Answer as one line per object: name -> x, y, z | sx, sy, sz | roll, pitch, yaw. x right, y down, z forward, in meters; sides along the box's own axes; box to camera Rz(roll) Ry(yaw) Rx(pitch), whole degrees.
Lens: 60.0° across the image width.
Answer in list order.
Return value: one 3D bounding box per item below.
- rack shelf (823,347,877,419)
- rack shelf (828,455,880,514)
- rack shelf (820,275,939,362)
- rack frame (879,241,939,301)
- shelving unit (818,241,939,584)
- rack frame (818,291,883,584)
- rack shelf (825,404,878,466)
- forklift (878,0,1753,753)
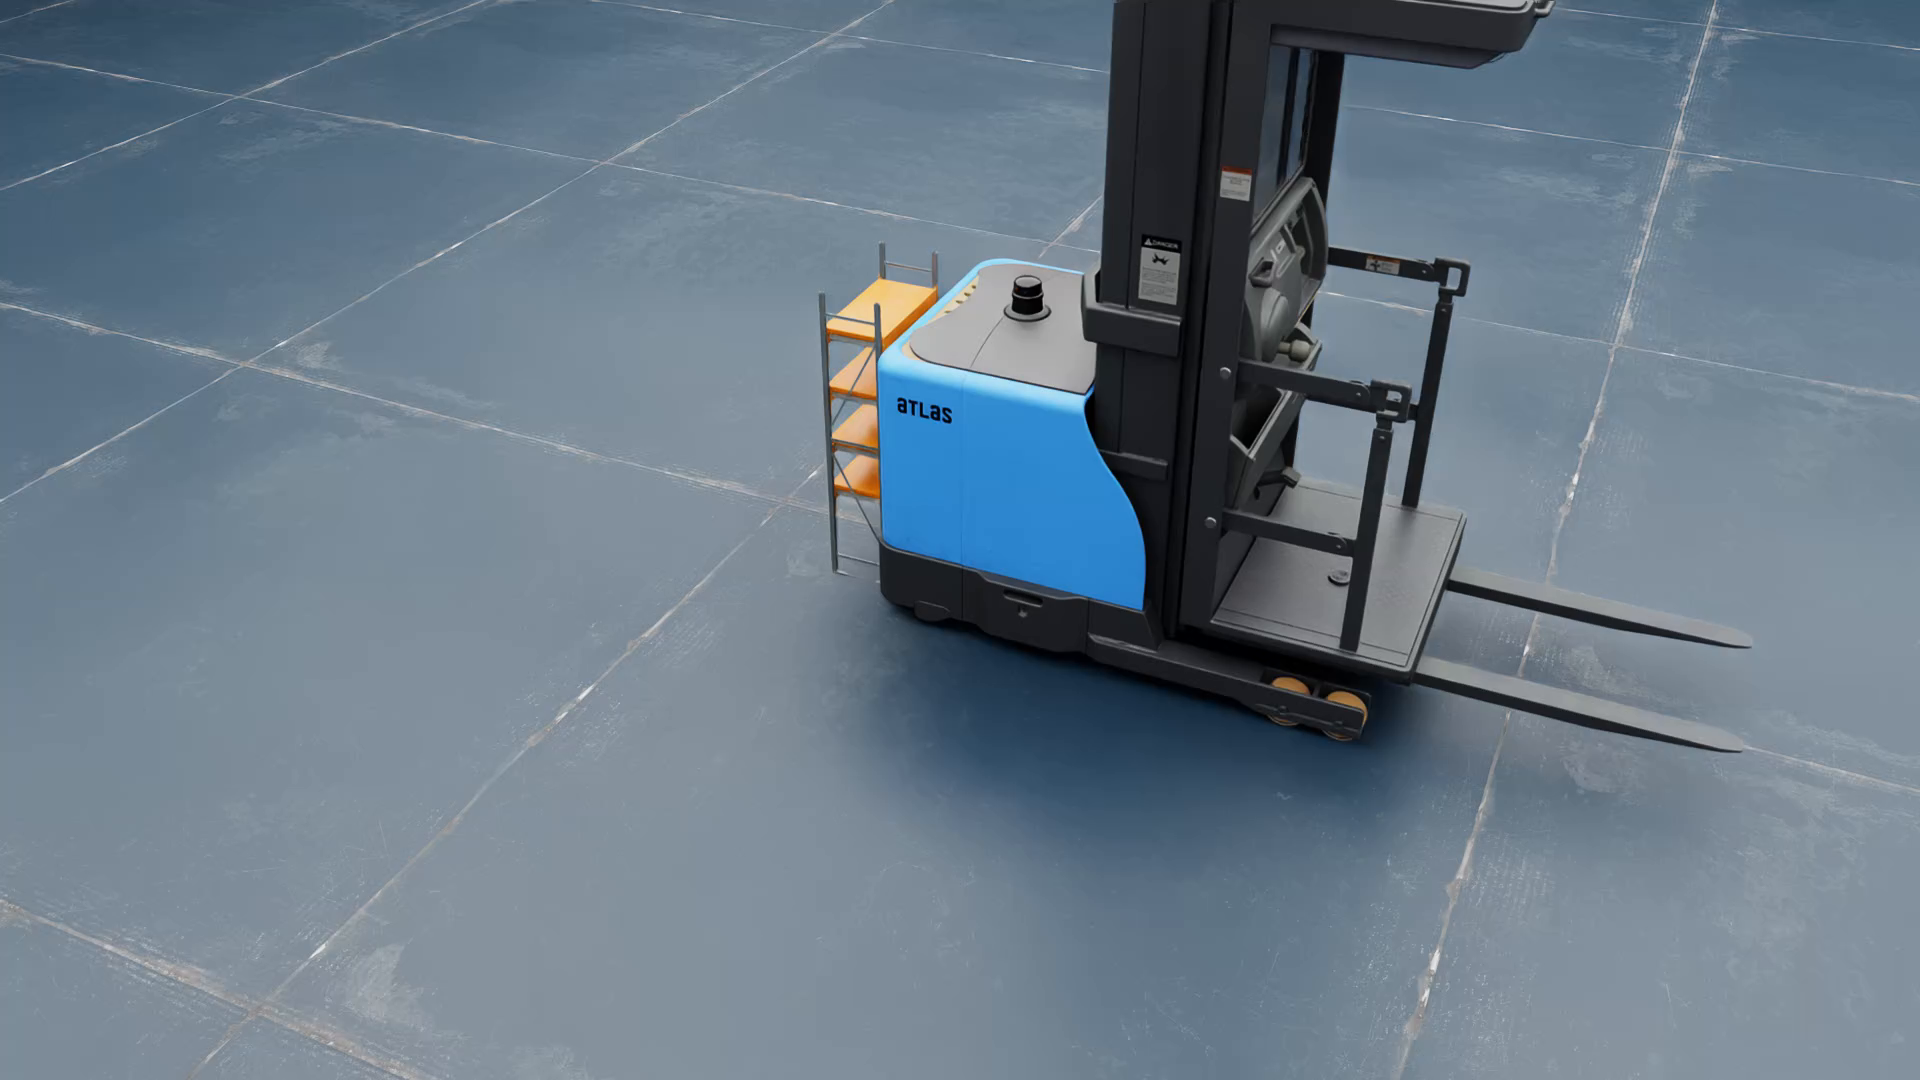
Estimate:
rack shelf -> -0.292, -0.605, 6.294 | 0.258, 0.148, 0.480 | 14, 36, 20
rack shelf -> -0.292, -0.252, 6.525 | 0.258, 0.148, 0.480 | 14, 36, 20
rack shelf -> -0.292, -0.803, 6.164 | 0.258, 0.148, 0.480 | 14, 36, 20
rack frame -> -0.194, -0.597, 6.566 | 0.240, 1.200, 0.015 | 14, 36, 20
shelving unit -> -0.292, -0.474, 6.379 | 0.258, 1.200, 0.503 | 14, 36, 20
rack frame -> -0.391, -0.352, 6.193 | 0.240, 1.200, 0.015 | 14, 36, 20
rack shelf -> -0.292, -0.418, 6.416 | 0.258, 0.148, 0.480 | 14, 36, 20
forklift -> 1.258, -0.871, 5.405 | 3.031, 2.935, 1.130 | 14, 36, 20
